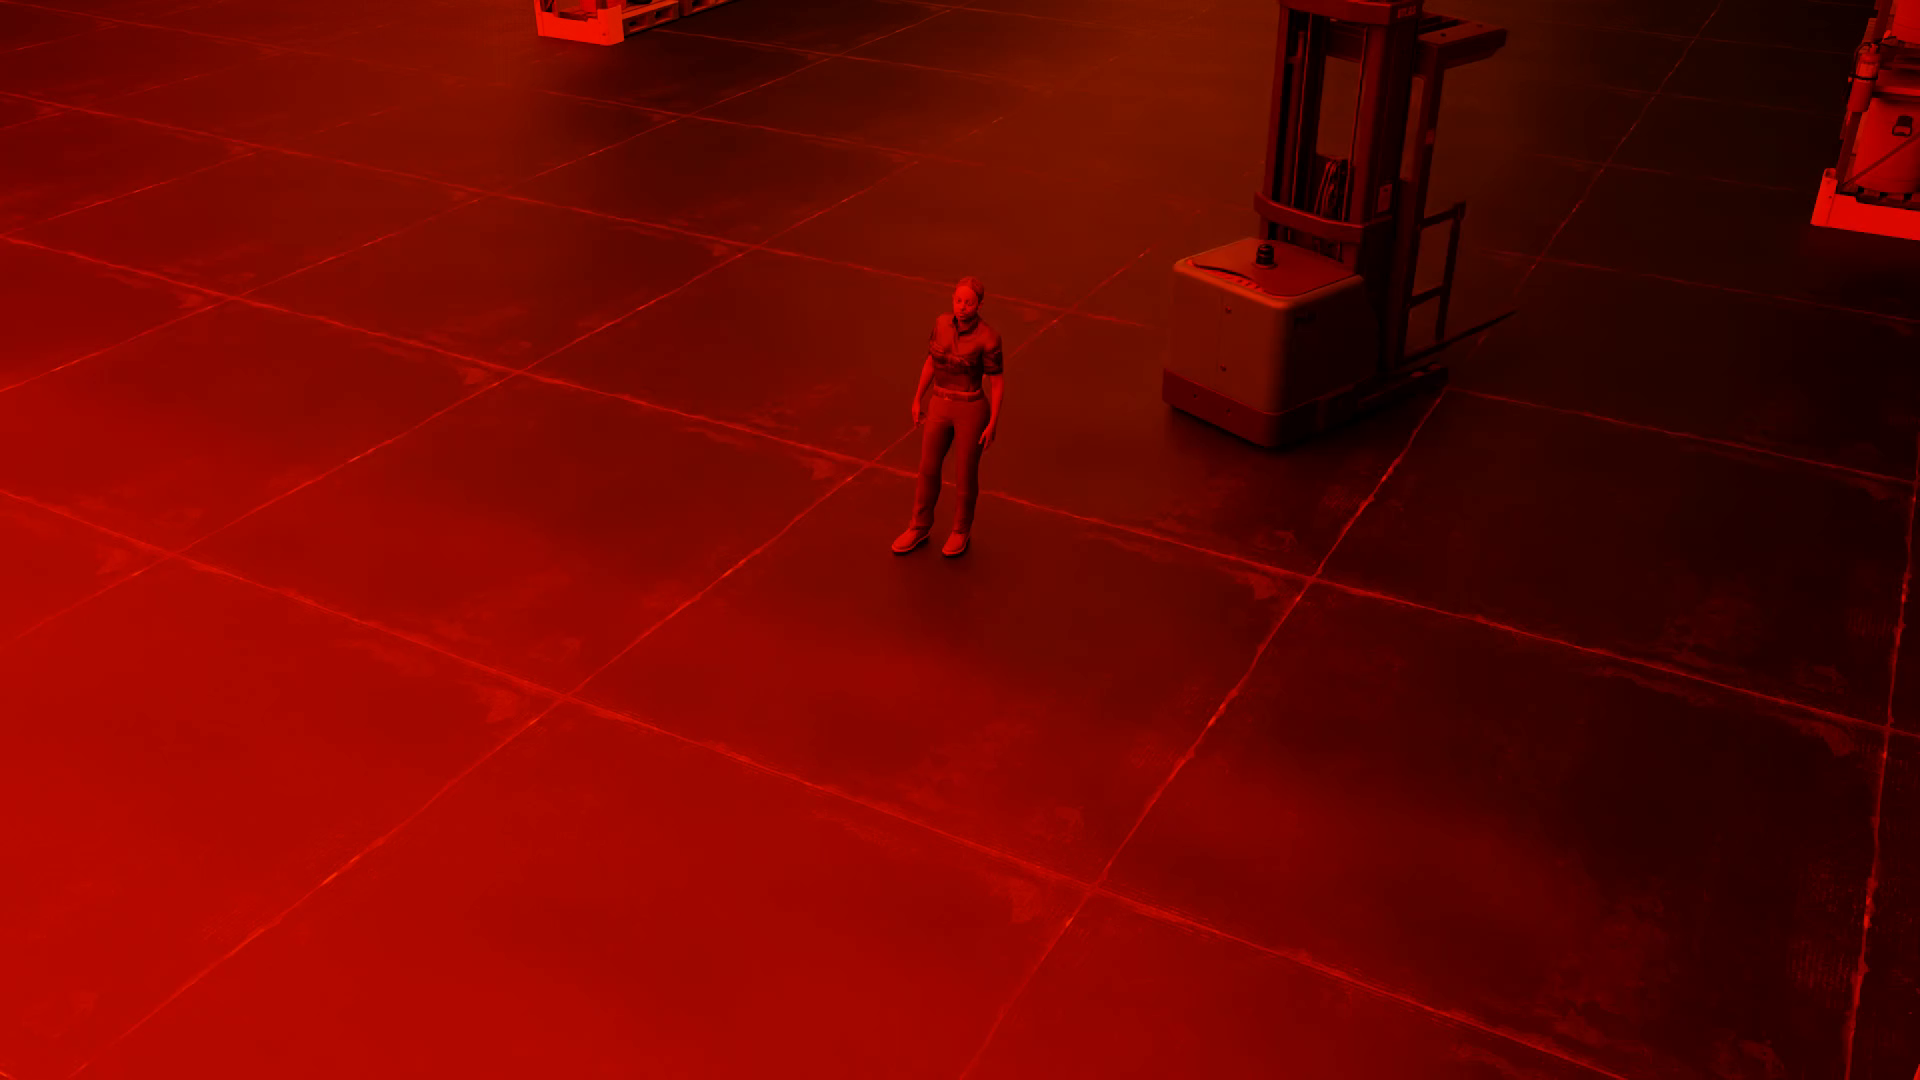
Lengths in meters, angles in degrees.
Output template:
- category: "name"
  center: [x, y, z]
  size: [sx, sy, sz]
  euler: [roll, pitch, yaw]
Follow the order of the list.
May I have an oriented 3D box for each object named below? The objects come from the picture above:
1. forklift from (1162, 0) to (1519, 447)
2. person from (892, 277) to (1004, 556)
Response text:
- category: "forklift"
  center: [2.859, -2.479, 11.366]
  size: [3.031, 2.935, 1.130]
  euler: [-23, 37, -34]
- category: "person"
  center: [-0.060, -0.689, 9.528]
  size: [0.569, 1.654, 0.504]
  euler: [15, 33, 25]
